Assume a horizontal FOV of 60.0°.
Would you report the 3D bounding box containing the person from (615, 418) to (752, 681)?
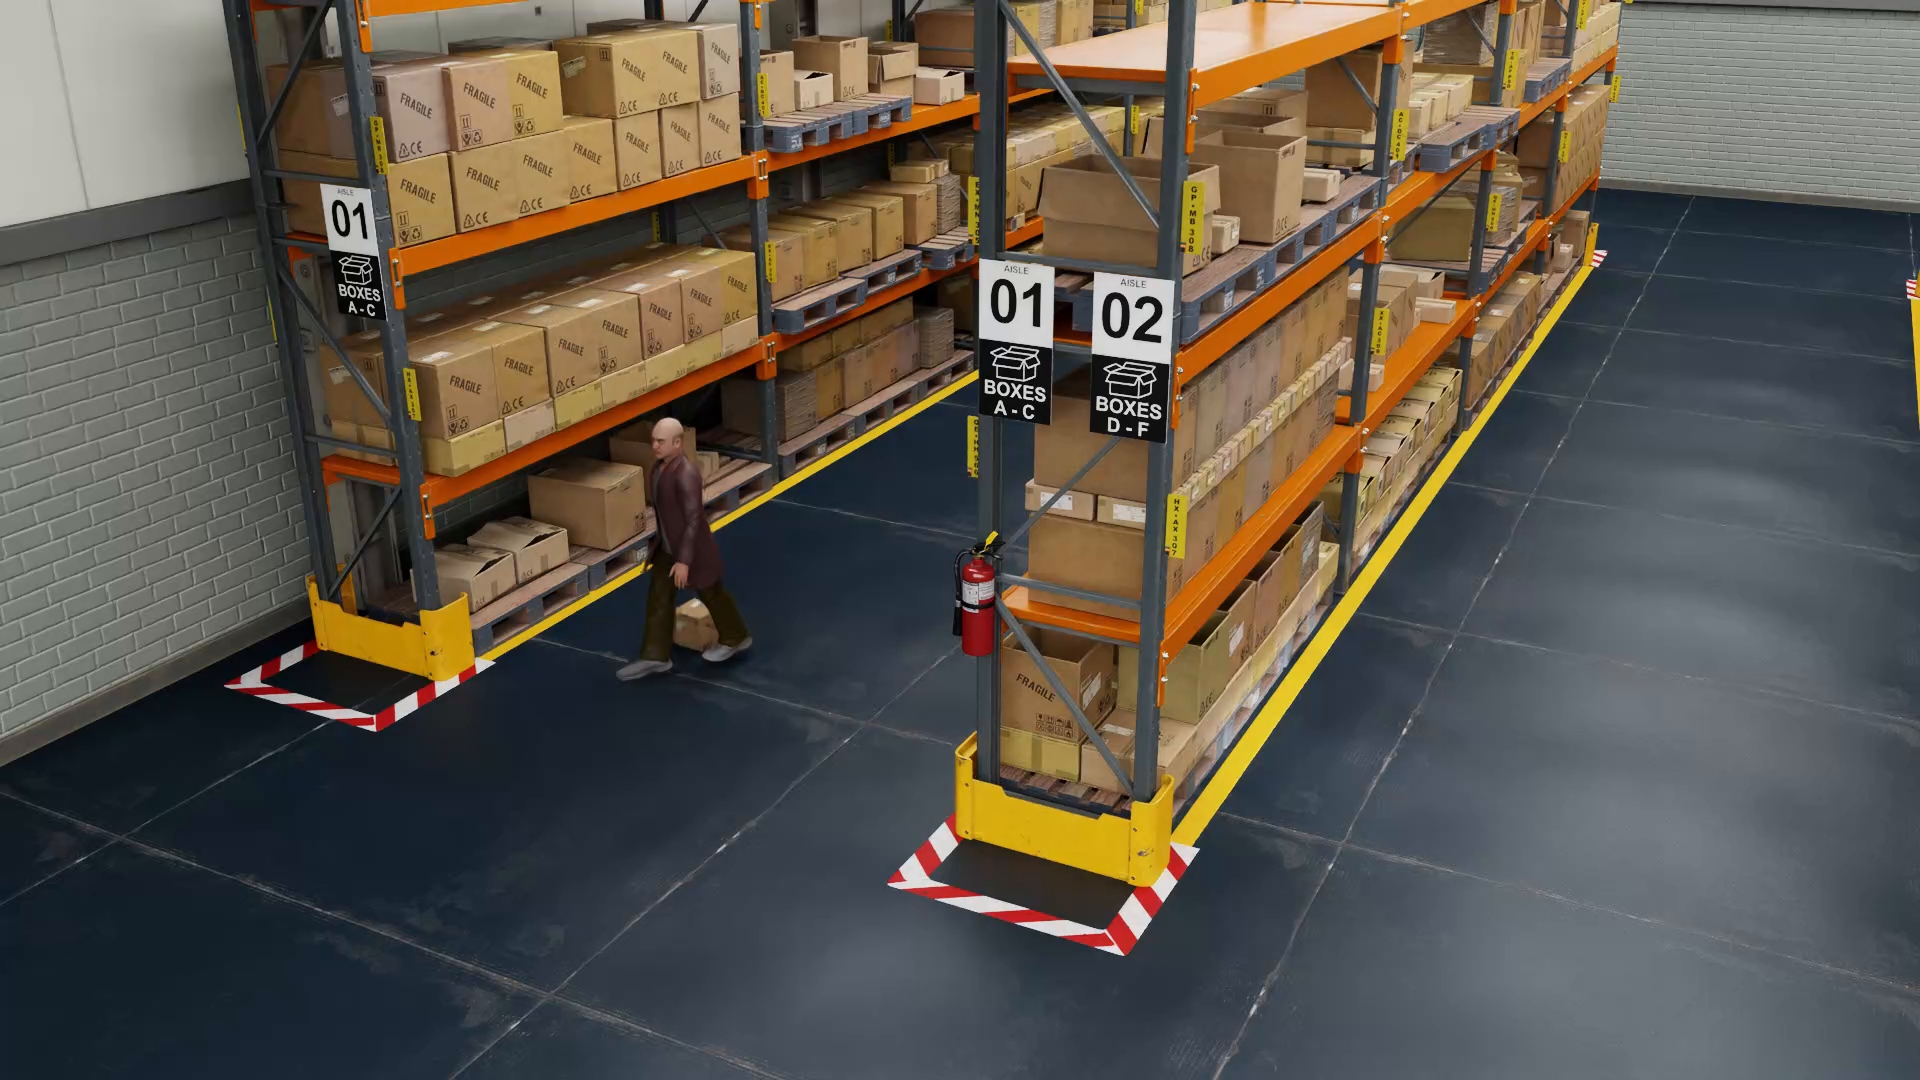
[{"bbox_3d":[-1.753,0.053,10.644,0.916,1.774,0.608,-16,27,-34],"label":"person"}]
